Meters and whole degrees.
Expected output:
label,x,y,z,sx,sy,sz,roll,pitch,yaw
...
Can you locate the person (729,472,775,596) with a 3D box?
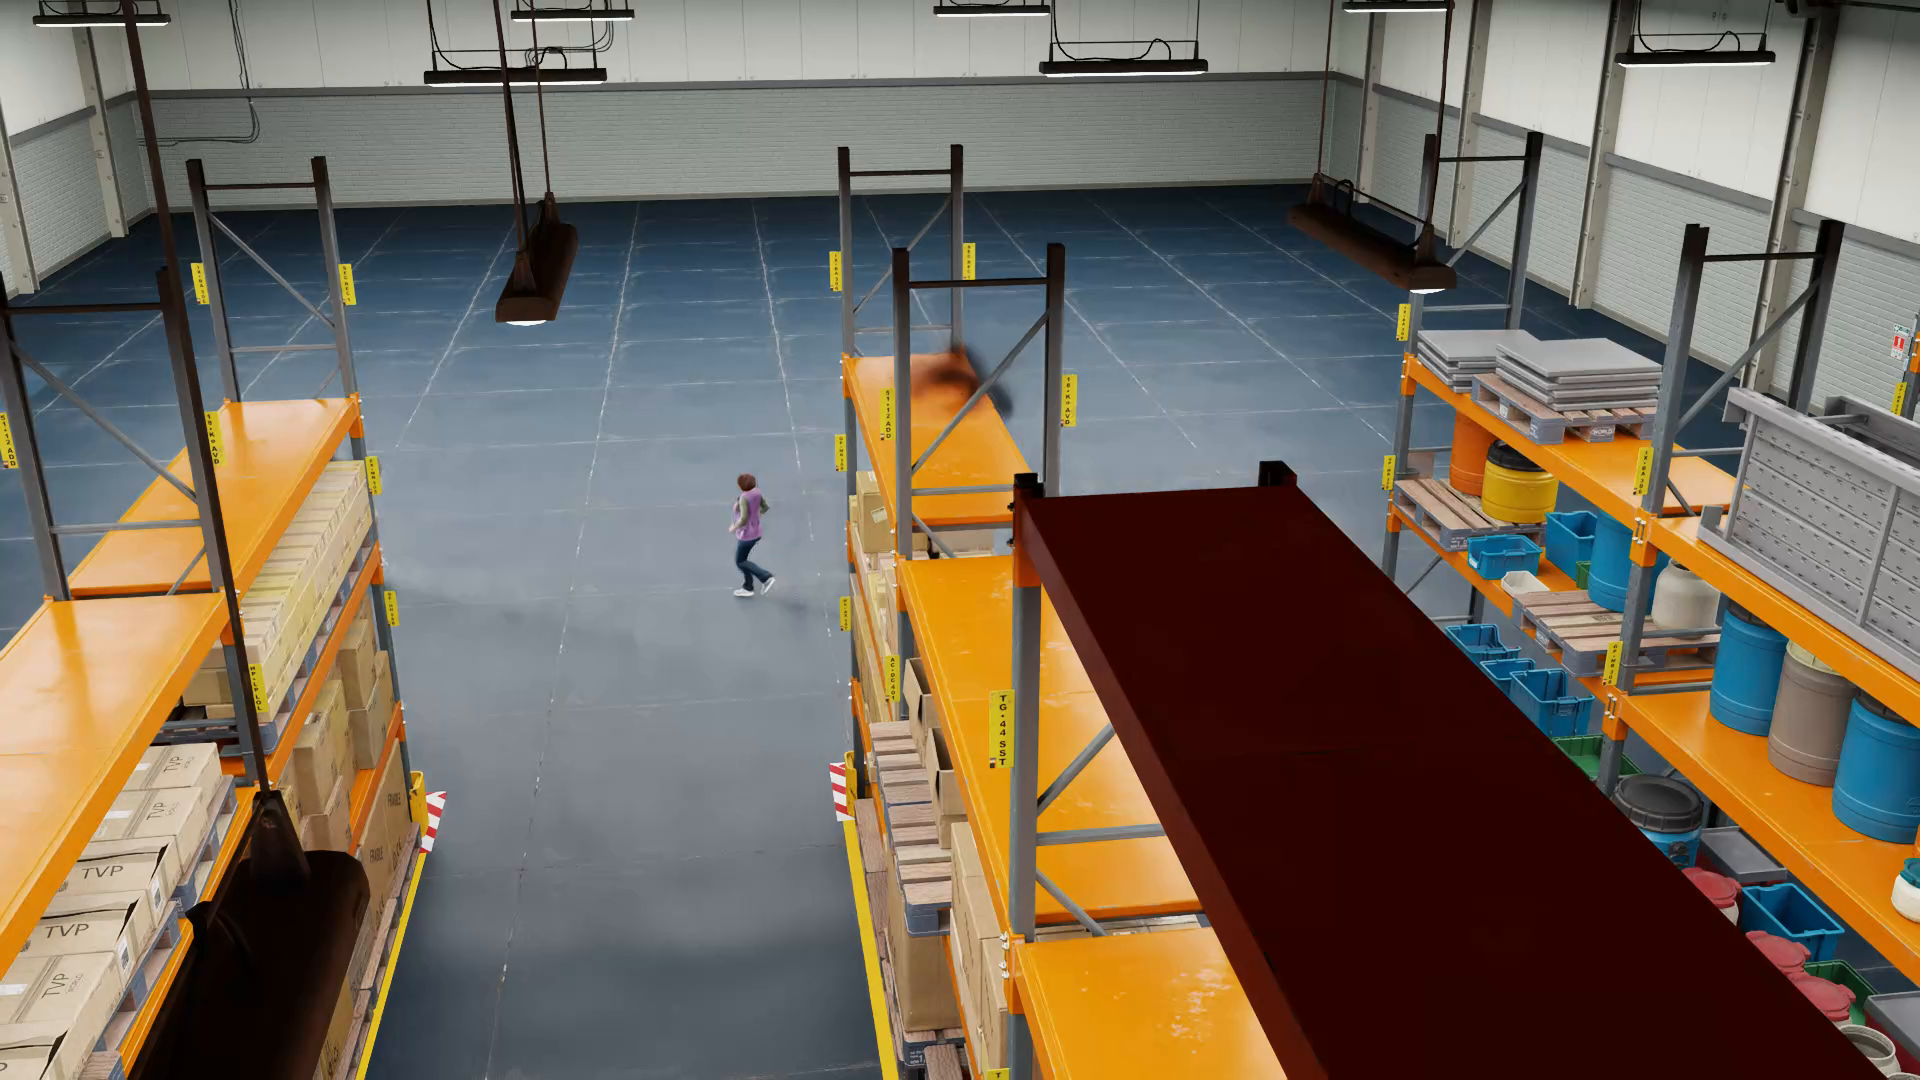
label,x,y,z,sx,sy,sz,roll,pitch,yaw
person,-2.432,-0.046,19.647,0.601,1.578,0.548,9,23,21
